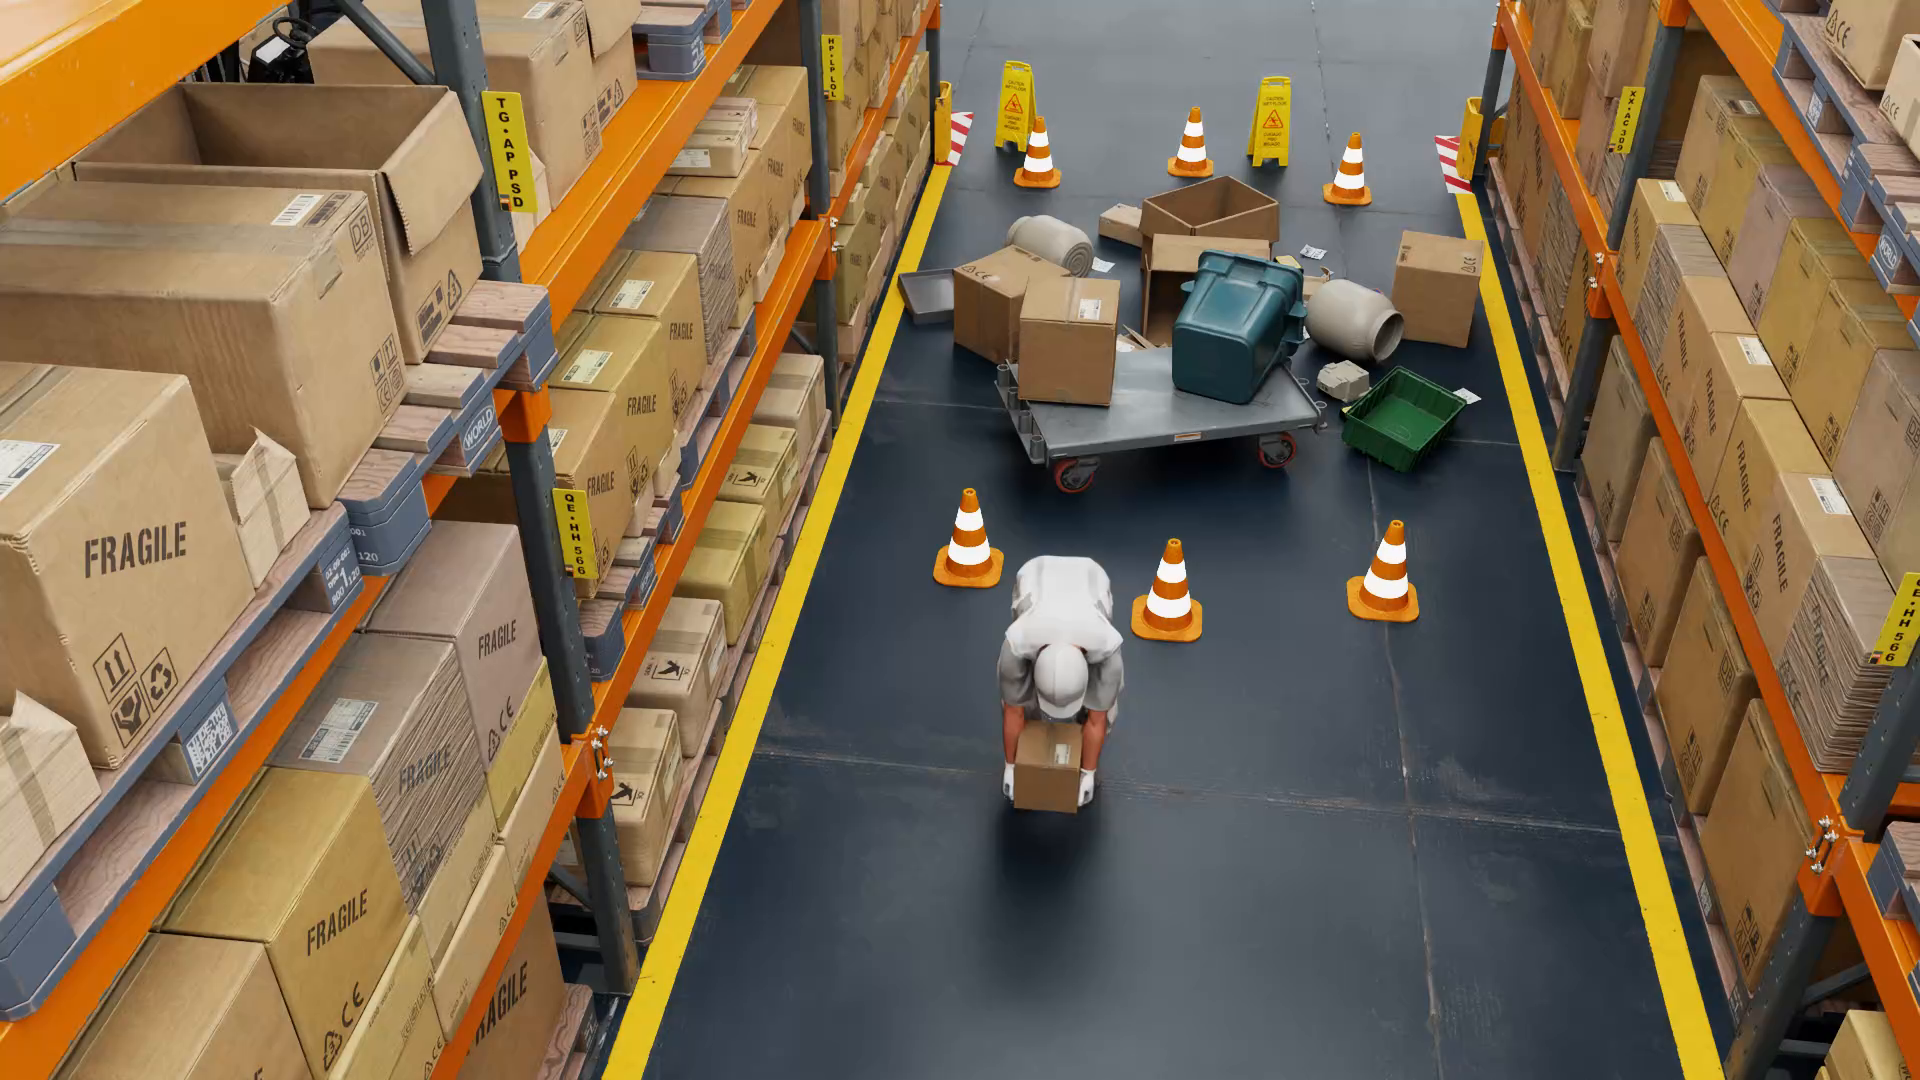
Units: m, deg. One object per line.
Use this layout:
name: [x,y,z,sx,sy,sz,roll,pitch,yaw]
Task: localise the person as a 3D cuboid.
person: [0.390,0.643,6.704,0.497,1.113,0.953,3,36,4]
